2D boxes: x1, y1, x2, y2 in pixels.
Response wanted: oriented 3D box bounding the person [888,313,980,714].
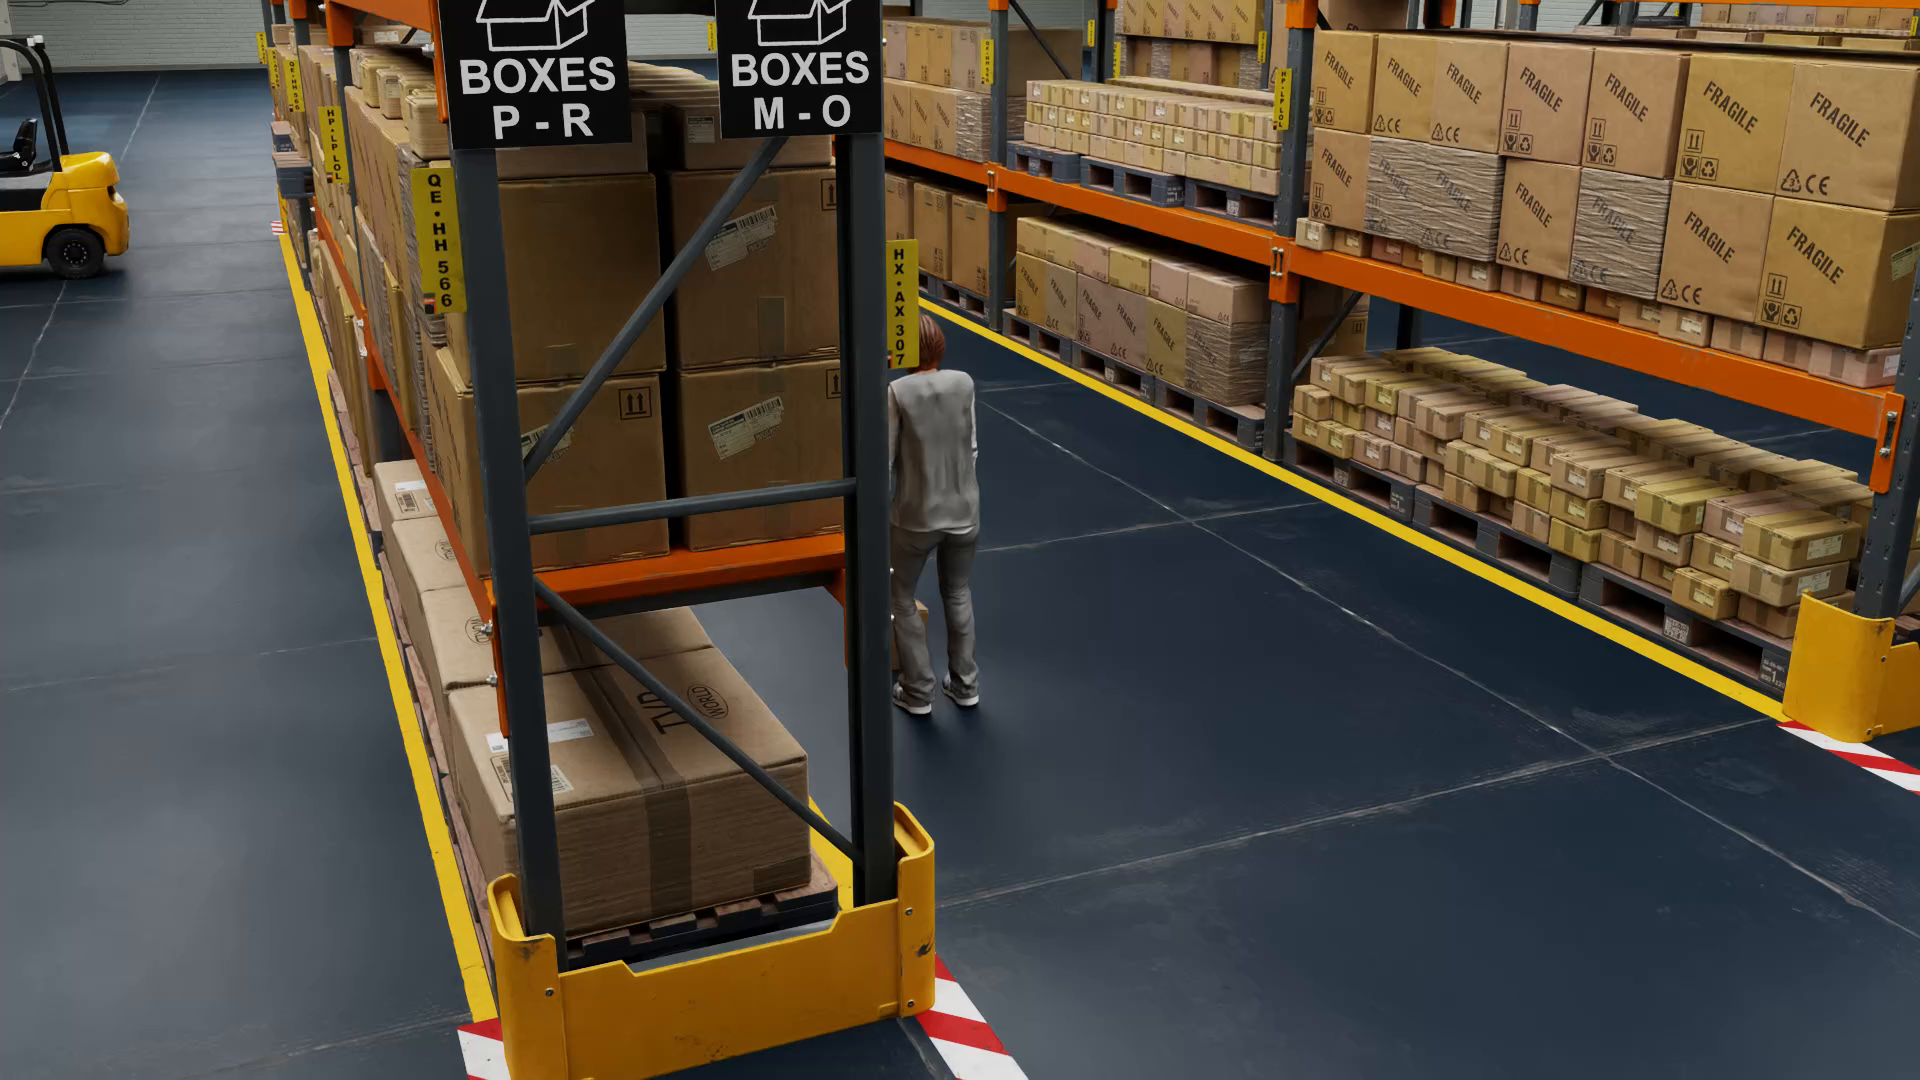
[{"bbox_3d":[-0.130,-0.072,6.387,0.426,1.542,0.382,-7,21,-21],"label":"person"}]
